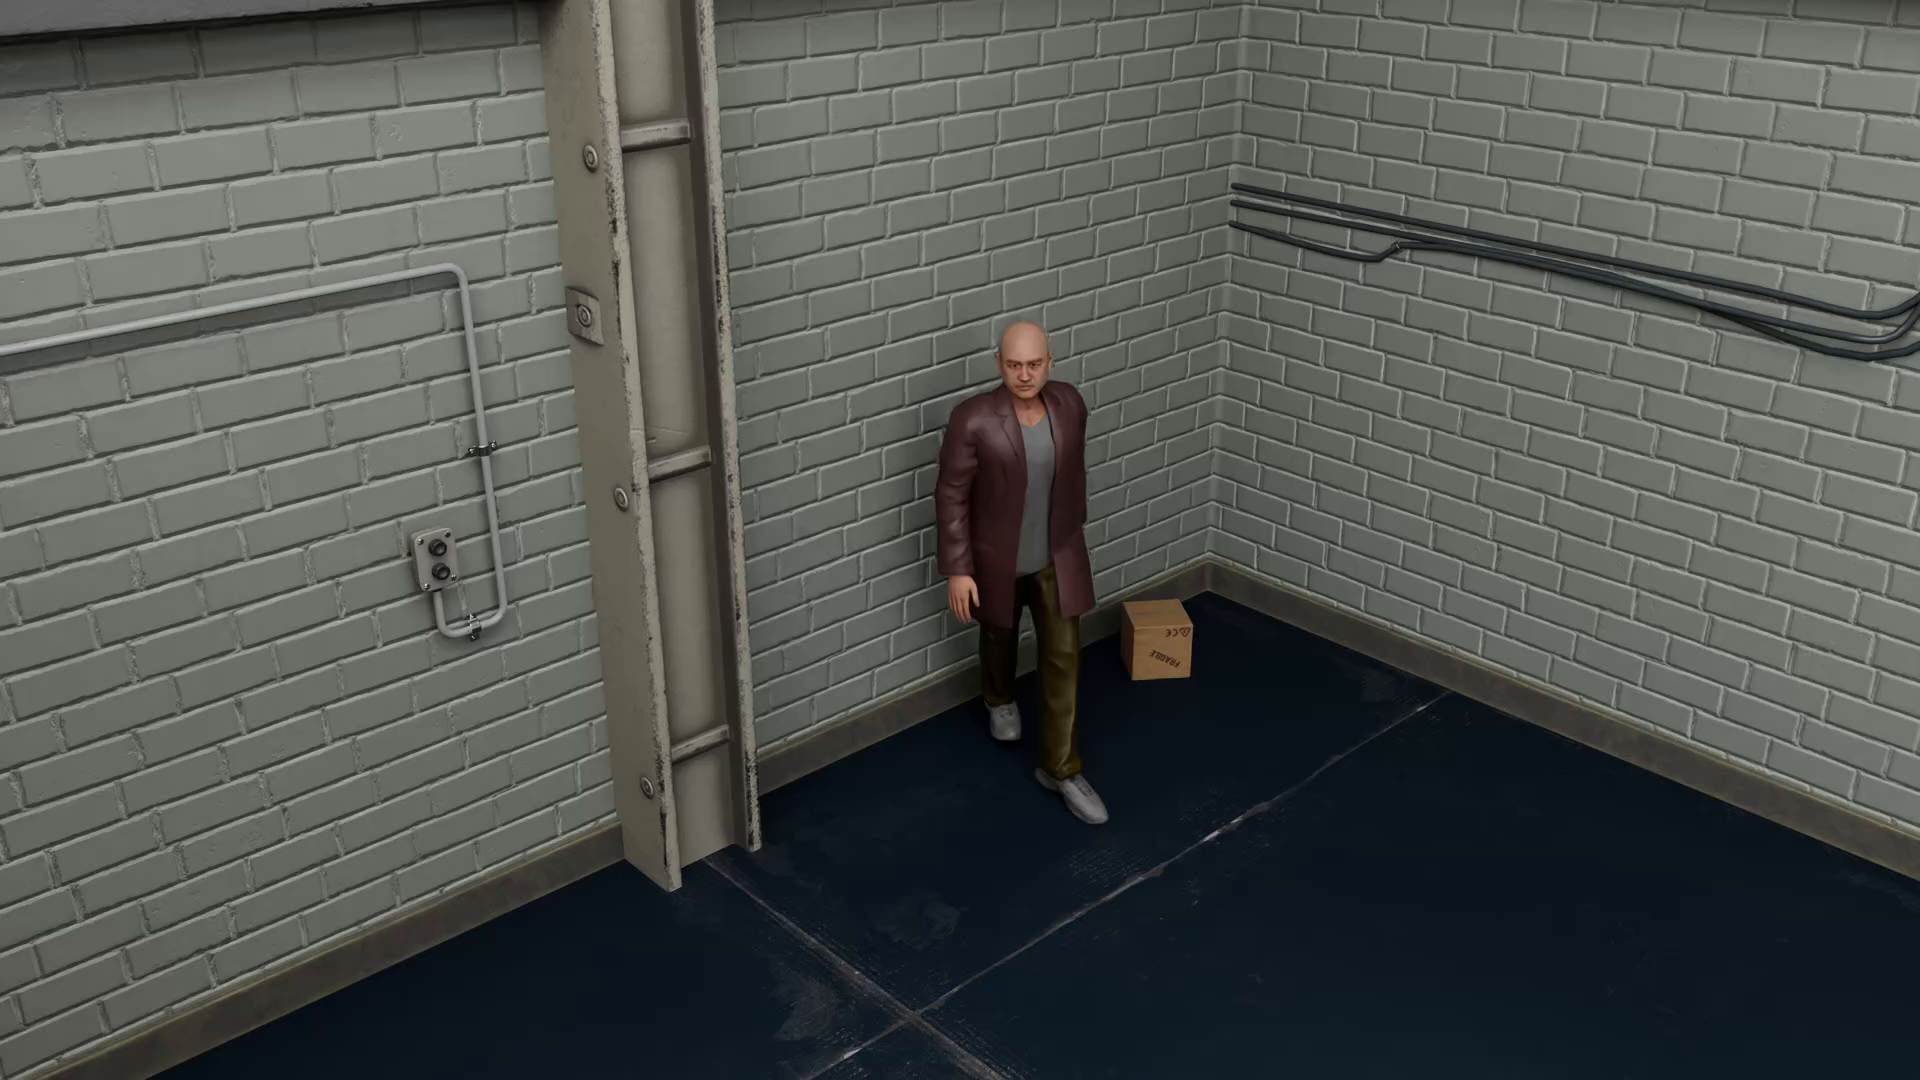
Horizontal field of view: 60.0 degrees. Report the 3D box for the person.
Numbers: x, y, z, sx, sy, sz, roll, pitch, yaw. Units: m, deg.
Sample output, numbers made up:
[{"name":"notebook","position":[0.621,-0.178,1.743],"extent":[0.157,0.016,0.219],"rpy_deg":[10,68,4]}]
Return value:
[{"name":"person","position":[0.203,0.057,5.985],"extent":[0.617,1.773,0.920],"rpy_deg":[-5,24,-10]}]
